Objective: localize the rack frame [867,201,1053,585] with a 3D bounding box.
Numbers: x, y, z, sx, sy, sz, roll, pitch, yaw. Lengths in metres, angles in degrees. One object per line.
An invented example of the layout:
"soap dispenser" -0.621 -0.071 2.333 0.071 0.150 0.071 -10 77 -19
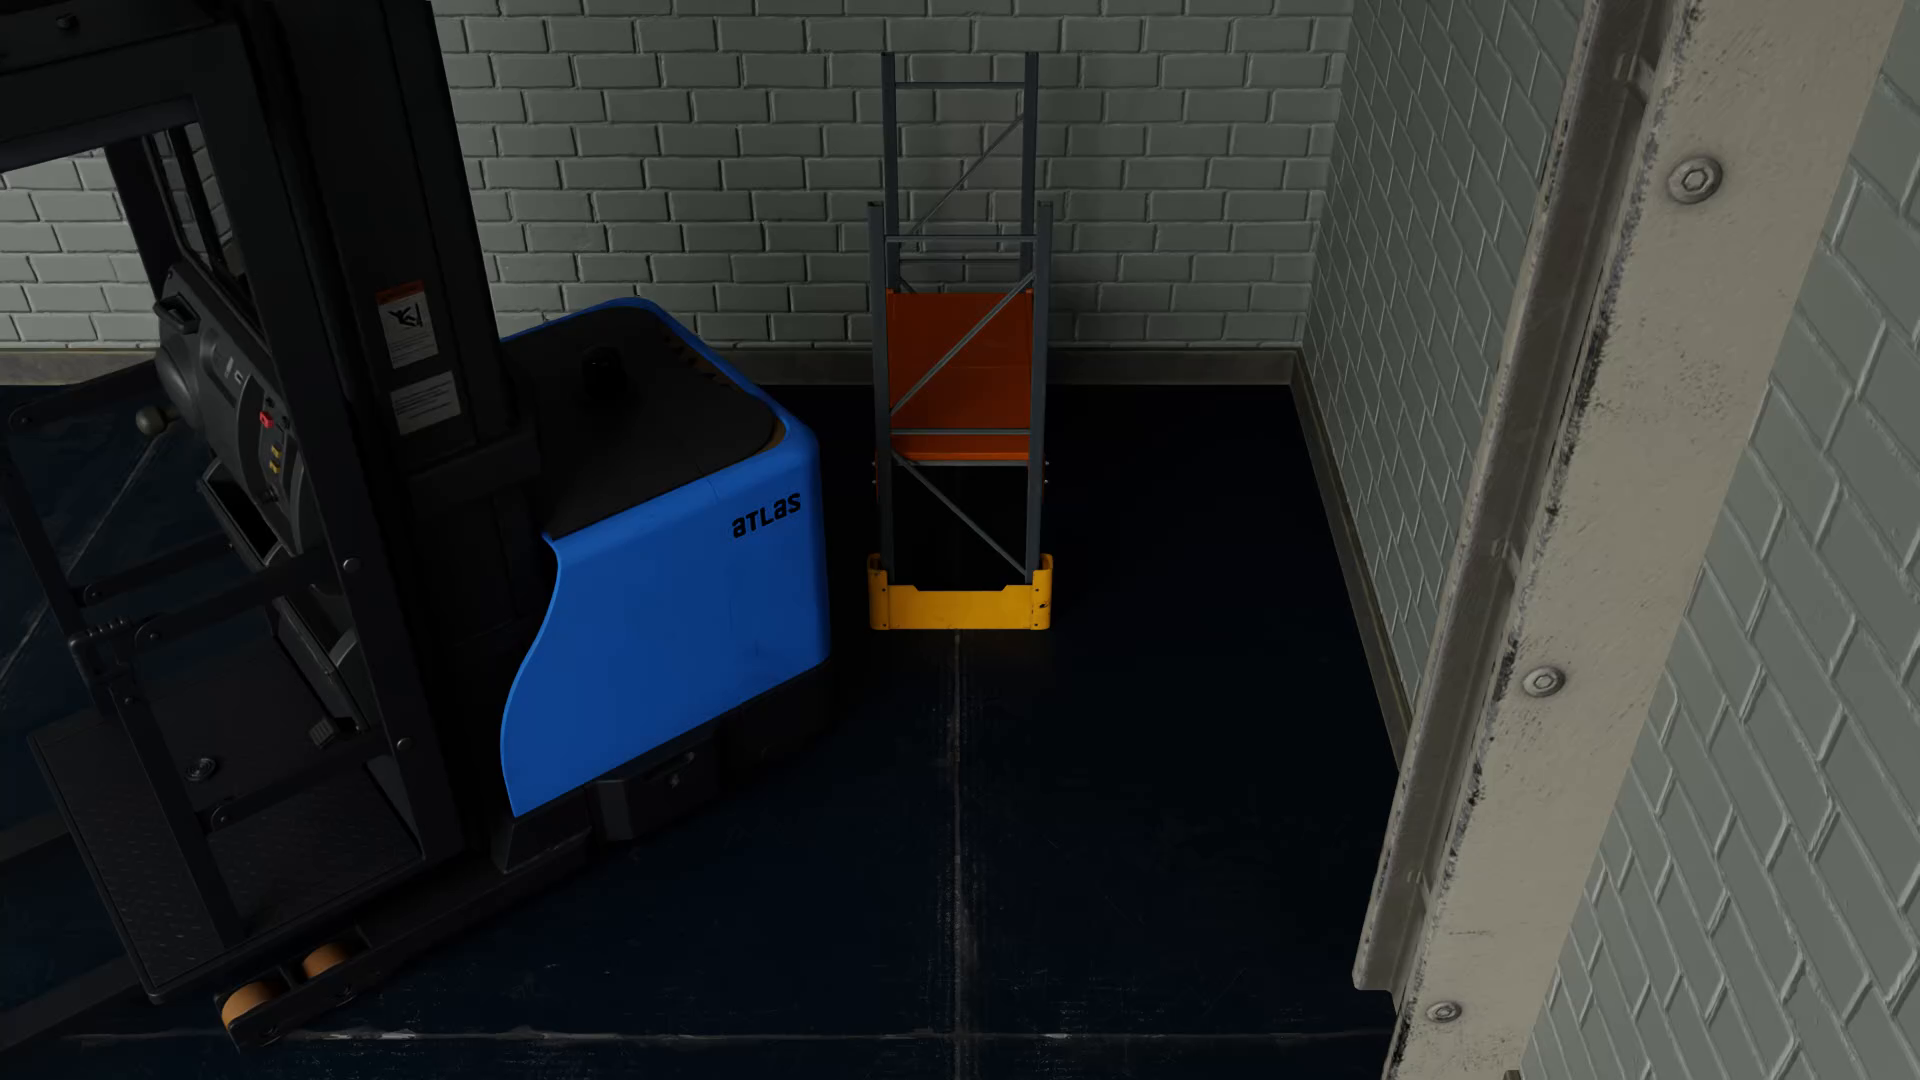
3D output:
"rack frame" 0.000 -0.321 4.951 0.500 1.500 0.032 0 39 0

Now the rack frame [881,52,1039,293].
"rack frame" -0.001 -0.957 5.744 0.500 1.500 0.032 0 39 0

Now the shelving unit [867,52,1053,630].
"shelving unit" 0.000 -0.633 5.340 0.587 1.500 1.083 0 39 0

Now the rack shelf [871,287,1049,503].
"rack shelf" 0.000 -0.498 5.460 0.538 0.185 1.000 0 39 0

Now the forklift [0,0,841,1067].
"forklift" -1.833 -0.252 3.720 3.031 2.935 1.130 -26 45 -29

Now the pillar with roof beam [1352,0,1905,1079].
"pillar with roof beam" -3.128 -2.259 1.372 9.100 9.000 0.400 0 39 0

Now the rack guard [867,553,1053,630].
"rack guard" 0.000 0.166 5.343 0.587 0.250 0.087 0 39 0
